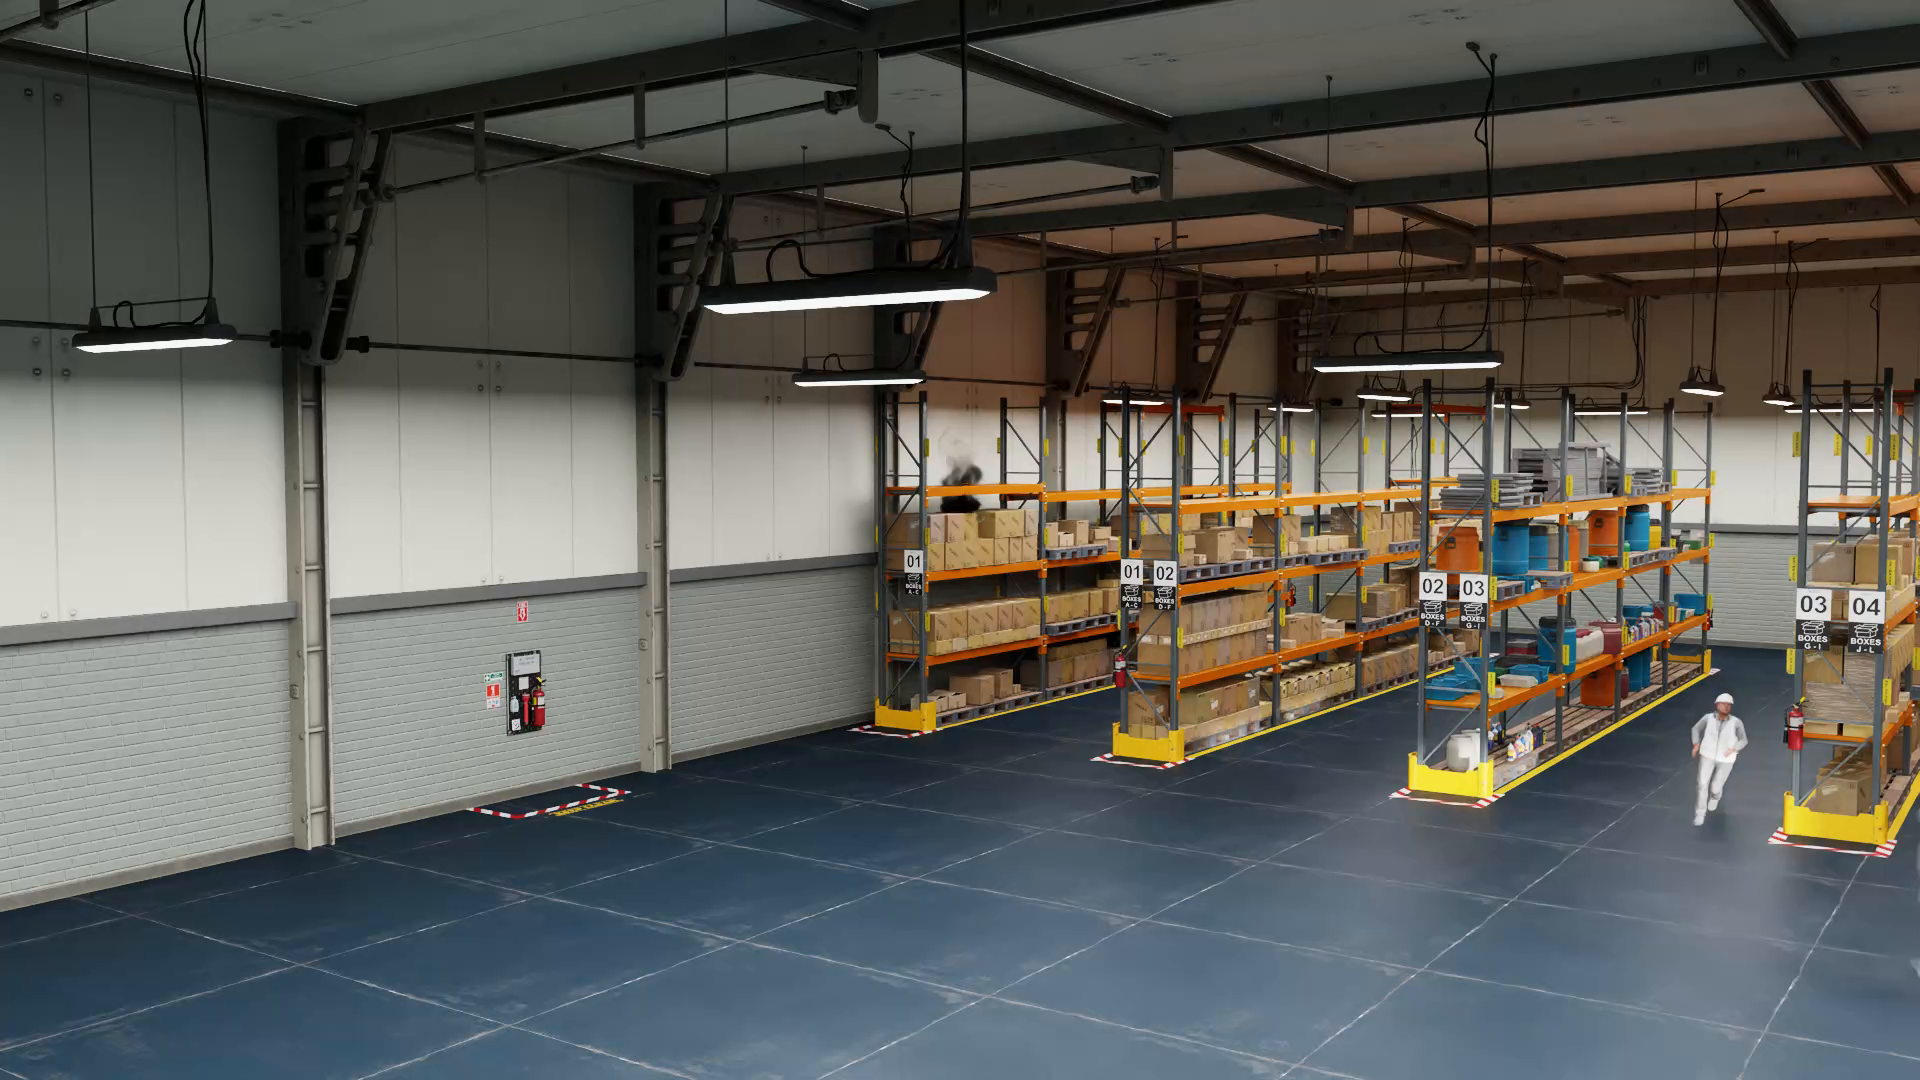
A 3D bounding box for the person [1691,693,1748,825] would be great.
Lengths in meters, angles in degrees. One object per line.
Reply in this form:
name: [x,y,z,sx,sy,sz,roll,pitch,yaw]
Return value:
person: [10.151,2.915,22.253,0.697,1.750,0.793,2,4,30]
